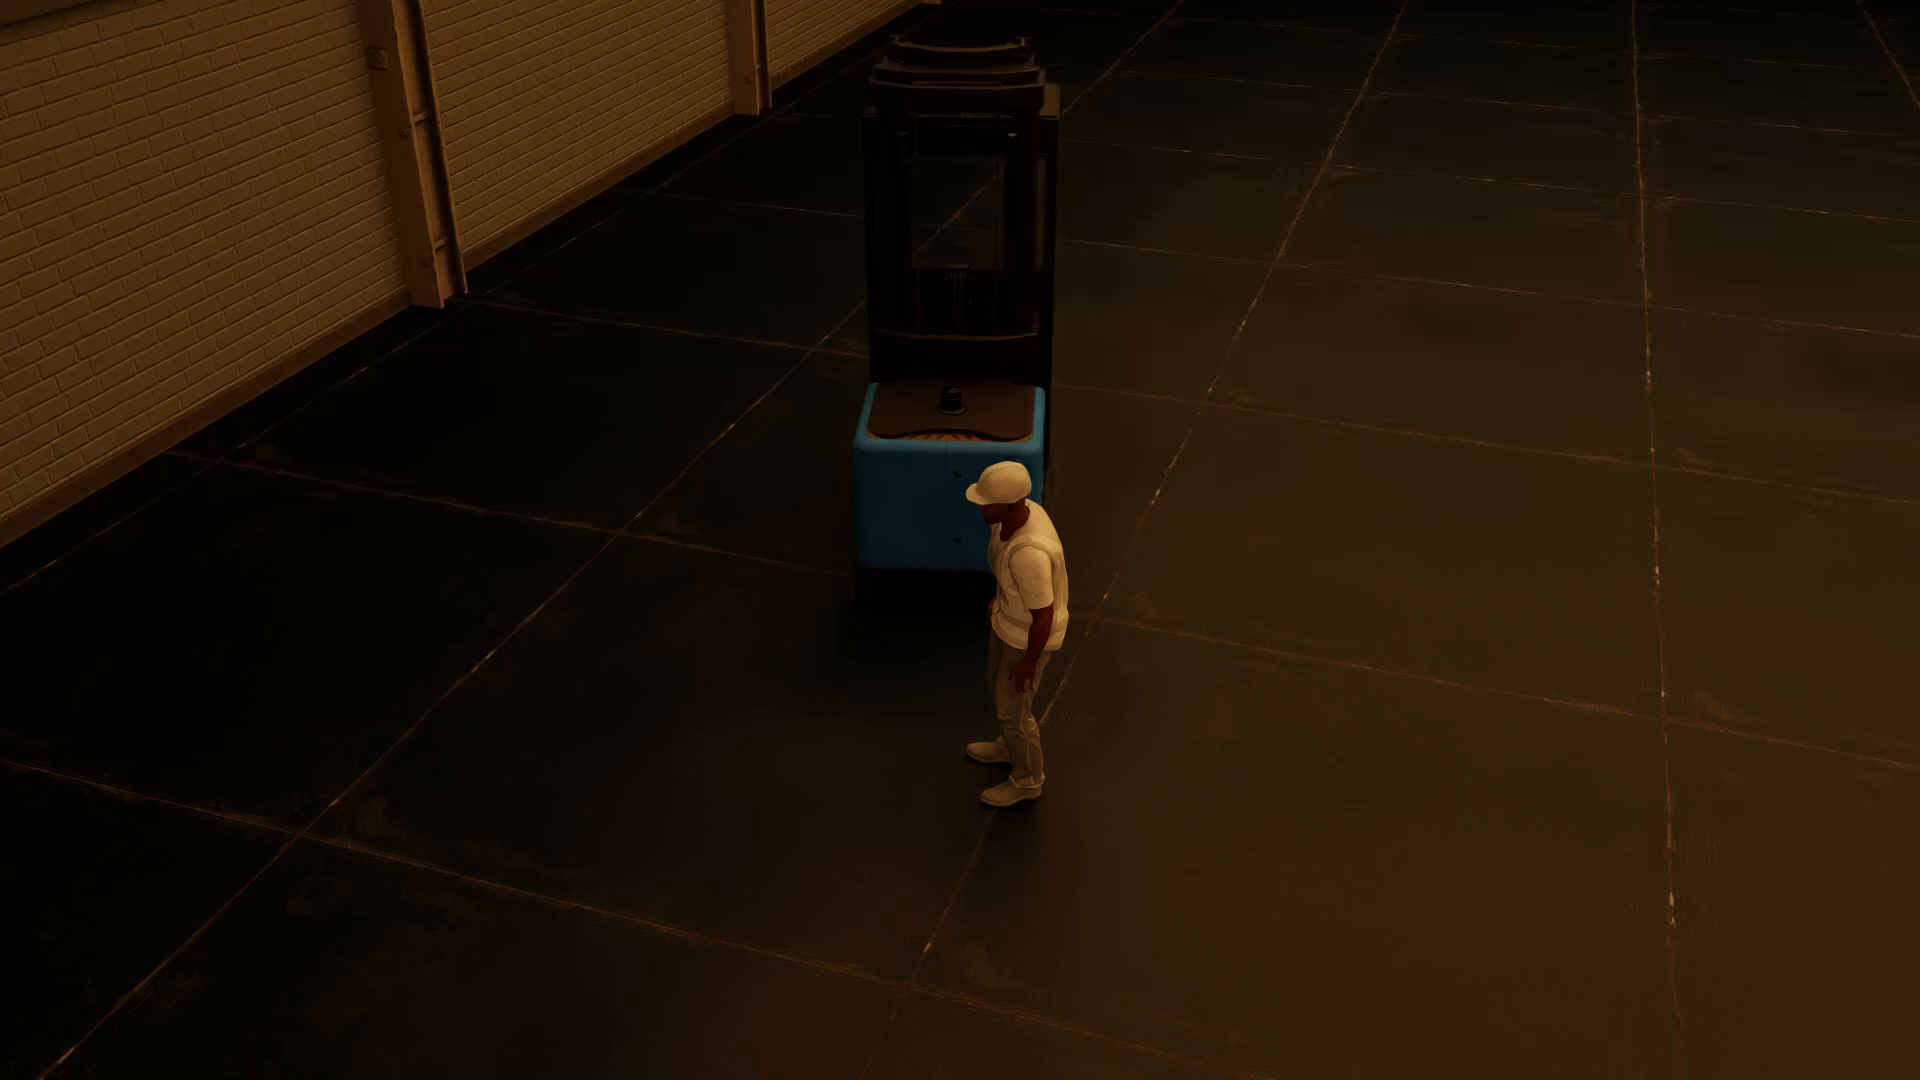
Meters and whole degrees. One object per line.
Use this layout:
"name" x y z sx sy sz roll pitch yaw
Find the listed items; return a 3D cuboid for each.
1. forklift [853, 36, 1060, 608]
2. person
"forklift" 0.018 -1.583 9.914 1.130 2.935 3.031 2 30 3
"person" 0.248 0.411 7.602 0.460 1.759 0.629 -5 30 -9
